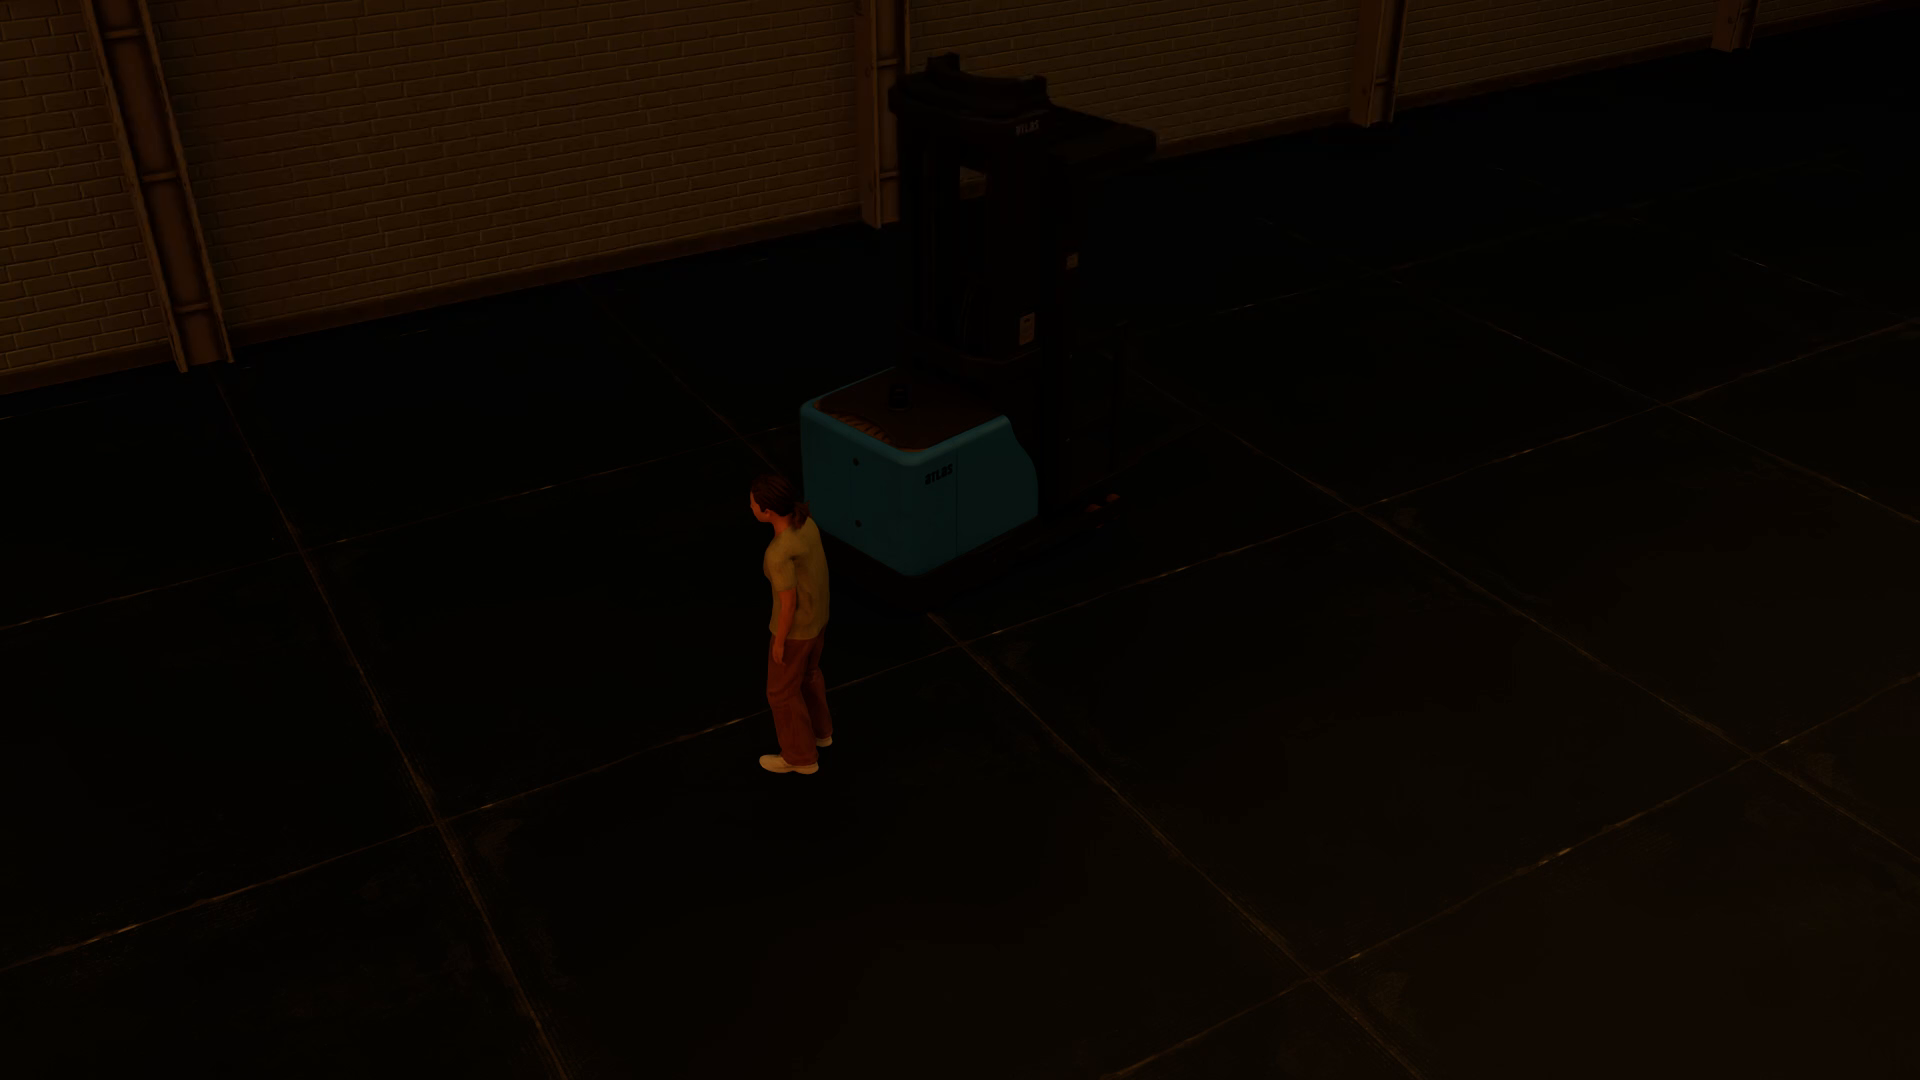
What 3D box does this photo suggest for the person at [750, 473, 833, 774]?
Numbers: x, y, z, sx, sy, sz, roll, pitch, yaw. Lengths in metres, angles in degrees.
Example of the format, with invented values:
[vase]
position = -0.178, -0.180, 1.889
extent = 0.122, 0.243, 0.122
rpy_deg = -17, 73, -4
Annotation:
[person]
position = -0.824, 0.410, 8.190
extent = 0.359, 1.671, 0.509
rpy_deg = 9, 32, 14

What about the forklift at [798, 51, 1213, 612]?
[forklift]
position = 0.439, -1.489, 10.133
extent = 3.031, 2.935, 1.130
rpy_deg = -27, 40, -37
